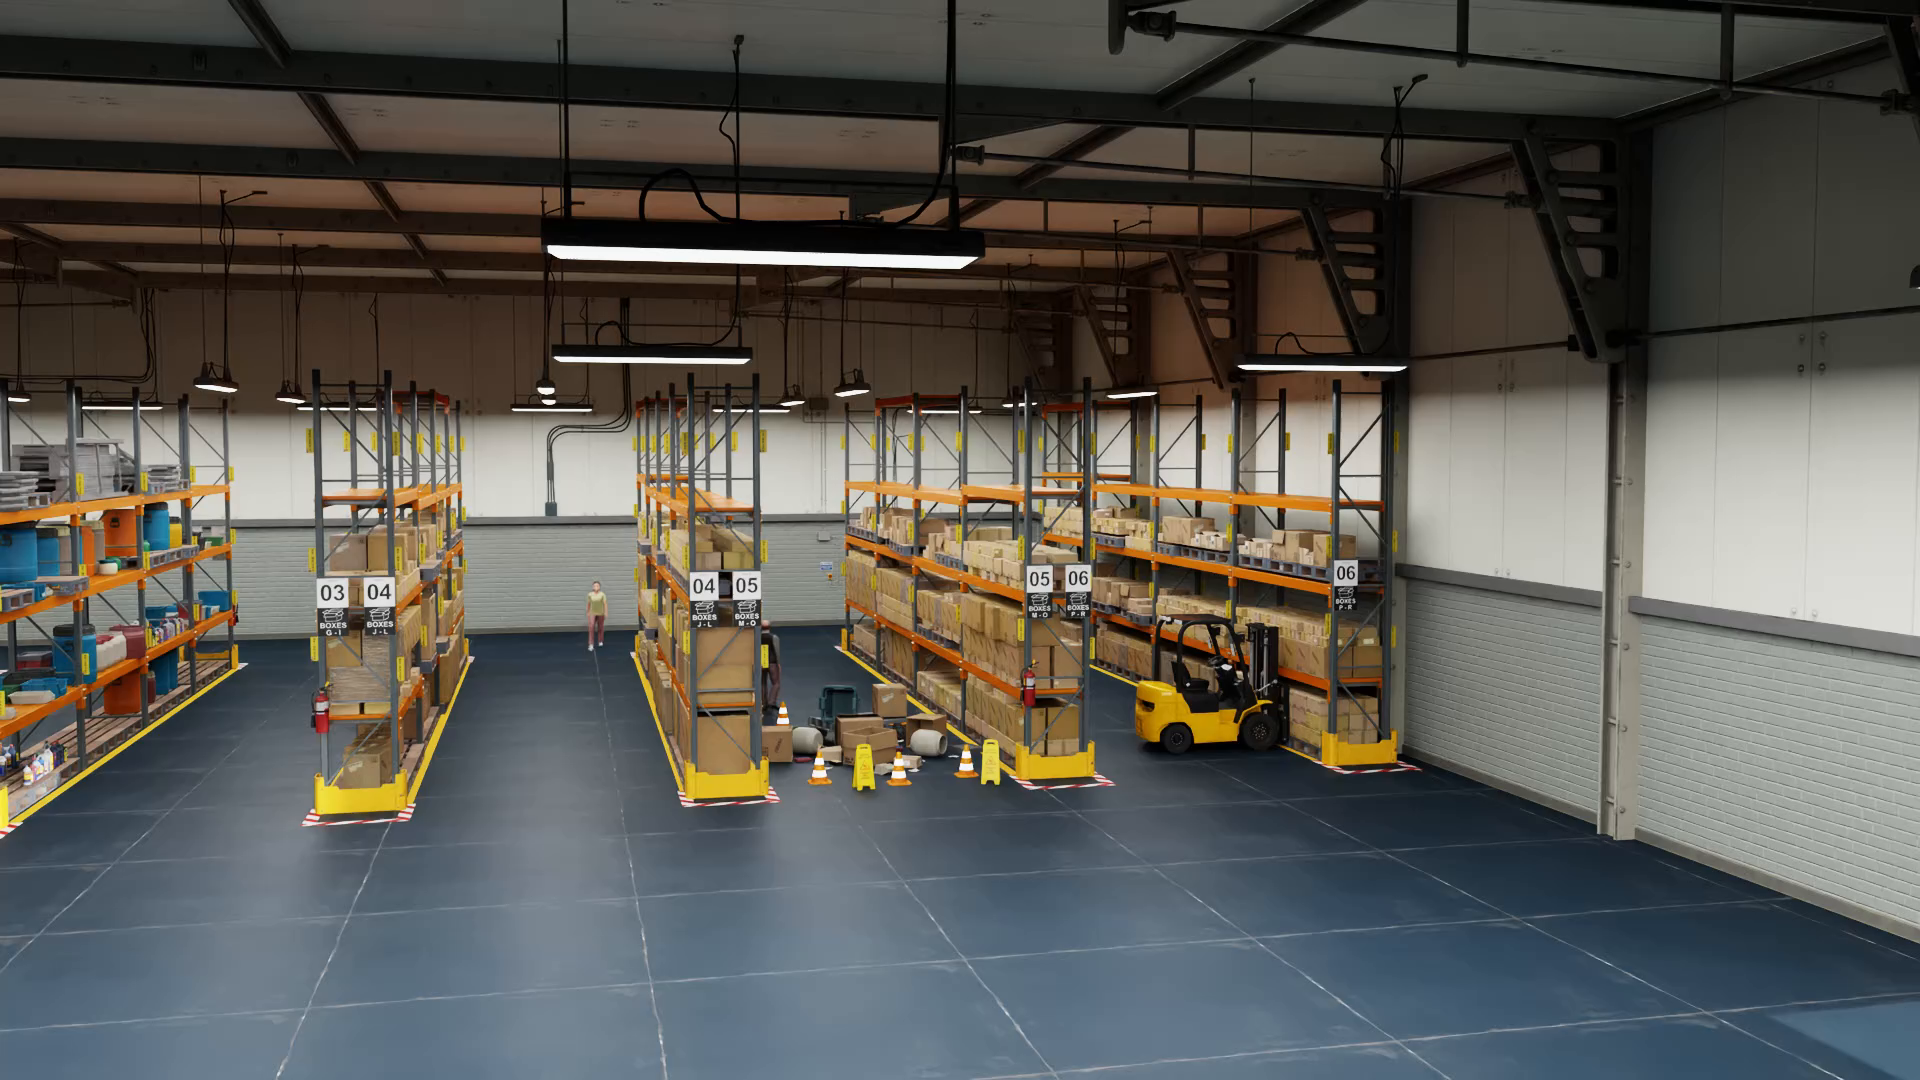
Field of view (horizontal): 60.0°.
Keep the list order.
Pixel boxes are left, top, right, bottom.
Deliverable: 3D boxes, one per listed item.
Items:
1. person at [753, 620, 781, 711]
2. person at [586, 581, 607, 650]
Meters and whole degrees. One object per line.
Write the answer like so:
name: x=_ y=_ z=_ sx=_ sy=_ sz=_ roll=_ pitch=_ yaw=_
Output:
person: x=-3.627 y=2.352 z=31.115 sx=0.570 sy=1.721 sz=0.488 roll=1 pitch=3 yaw=13
person: x=-8.865 y=1.823 z=40.593 sx=0.528 sy=1.627 sz=0.993 roll=0 pitch=3 yaw=-5
